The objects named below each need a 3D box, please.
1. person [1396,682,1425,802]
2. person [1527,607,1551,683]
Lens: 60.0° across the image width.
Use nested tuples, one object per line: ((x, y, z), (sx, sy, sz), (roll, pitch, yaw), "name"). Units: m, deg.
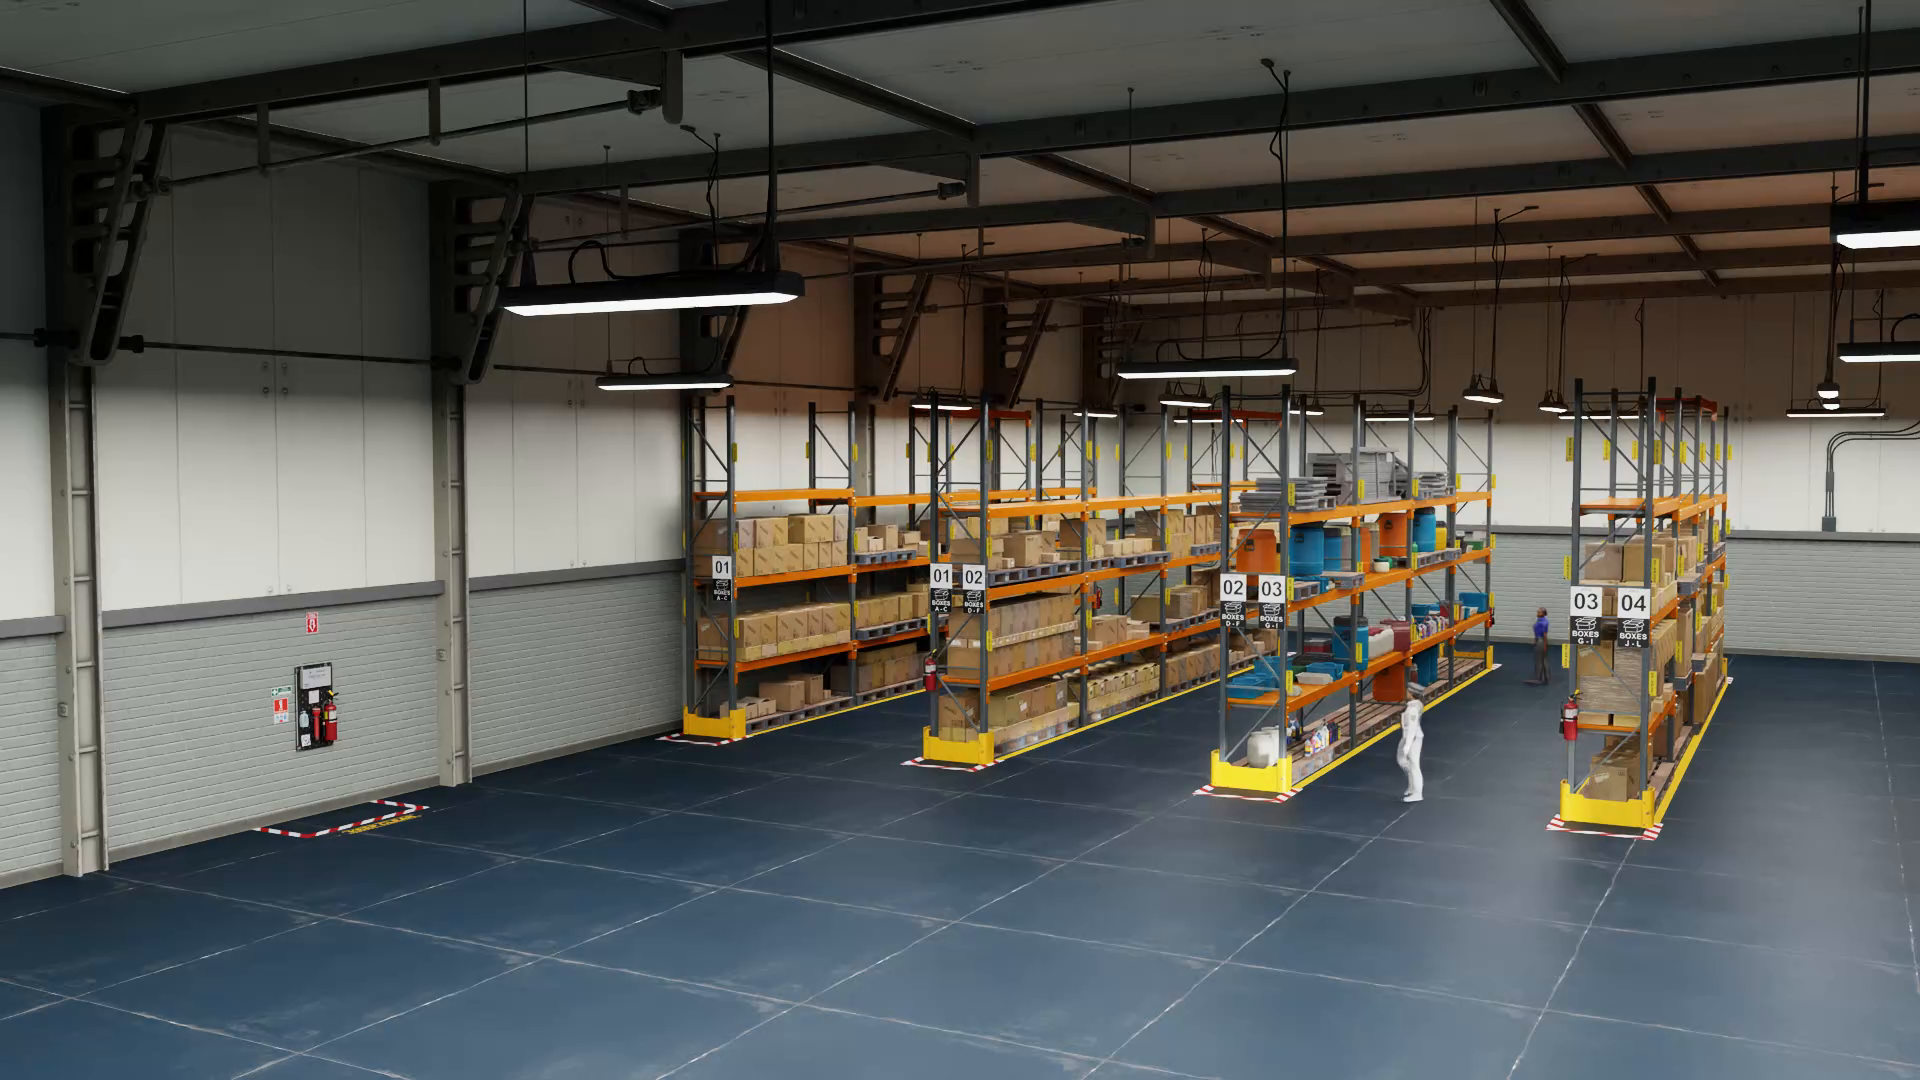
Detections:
((6.496, 2.888, 23.962), (0.372, 1.691, 0.582), (0, 3, 5), "person")
((12.587, 2.296, 36.120), (0.486, 1.609, 0.451), (1, 3, 23), "person")
